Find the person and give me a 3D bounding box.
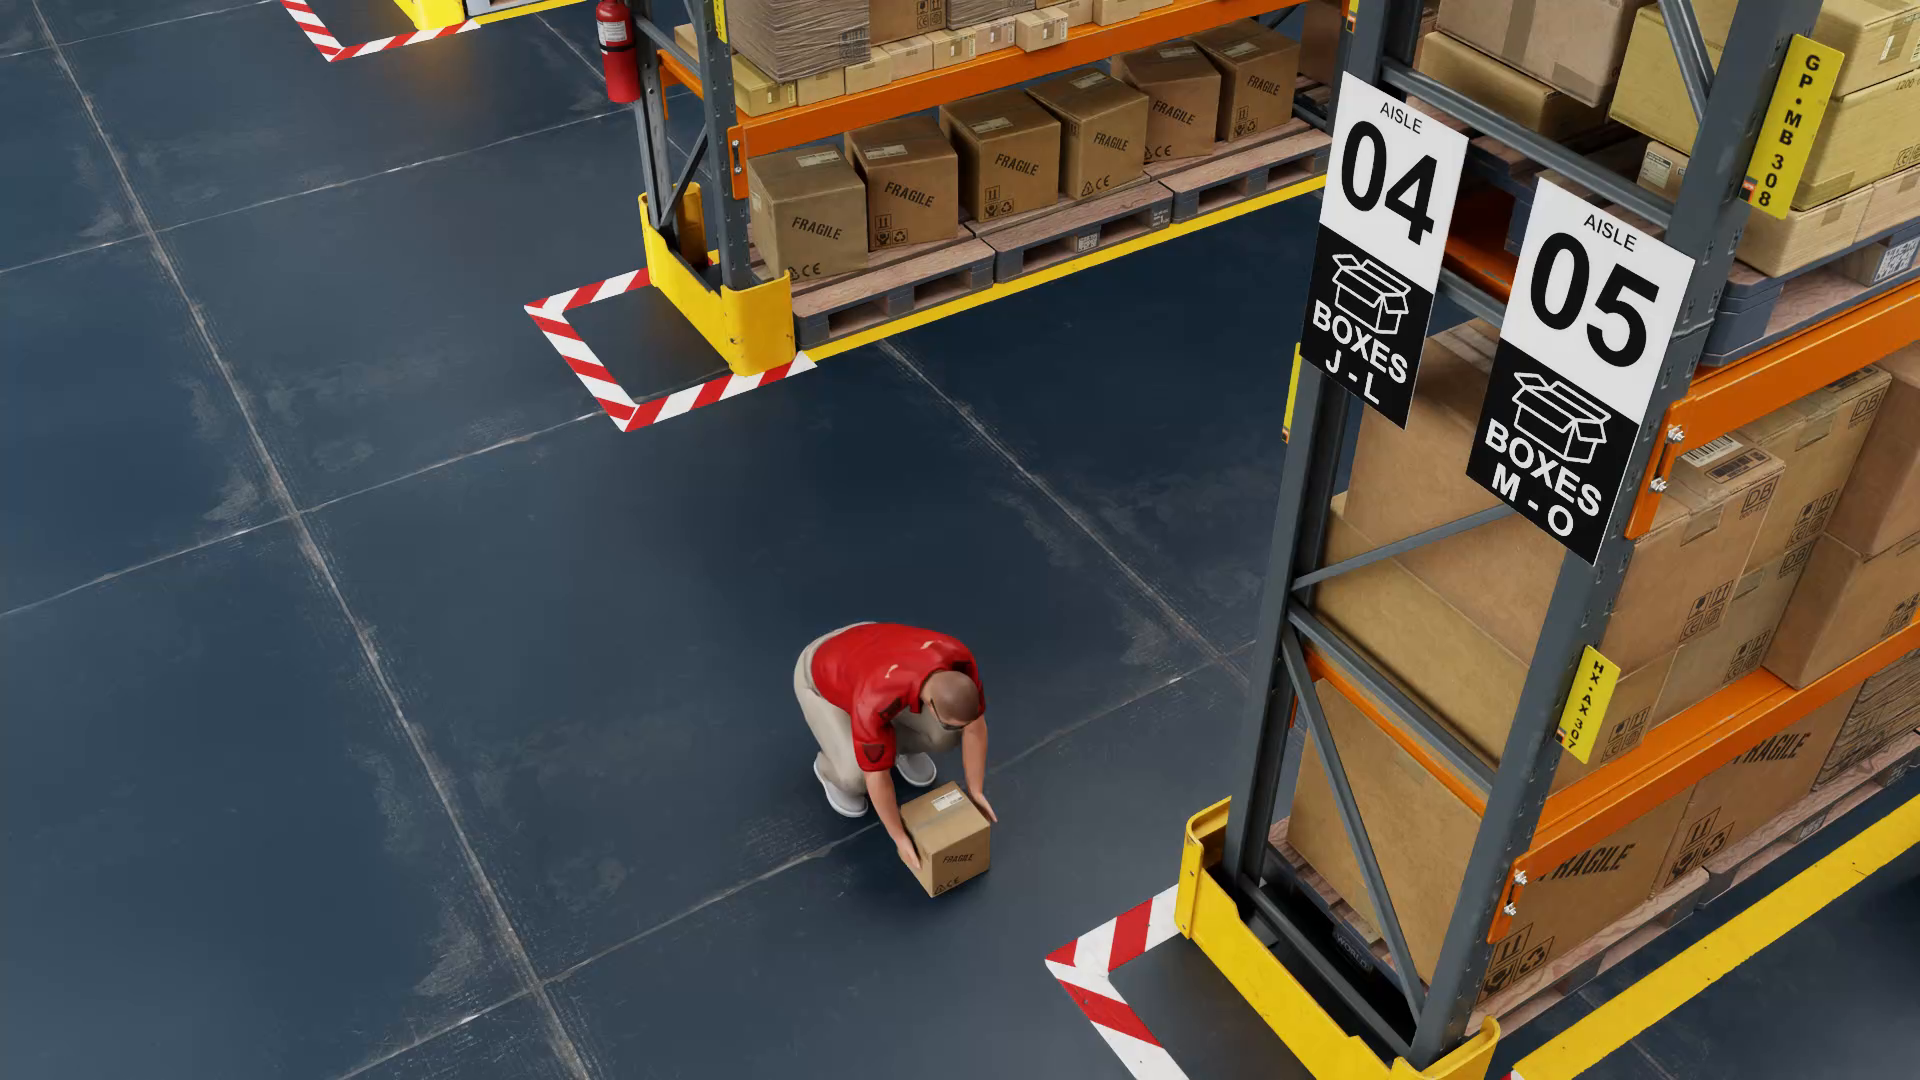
[{"bbox_3d":[-0.288,0.611,6.142,0.566,0.845,0.690,-22,45,-24],"label":"person"}]
